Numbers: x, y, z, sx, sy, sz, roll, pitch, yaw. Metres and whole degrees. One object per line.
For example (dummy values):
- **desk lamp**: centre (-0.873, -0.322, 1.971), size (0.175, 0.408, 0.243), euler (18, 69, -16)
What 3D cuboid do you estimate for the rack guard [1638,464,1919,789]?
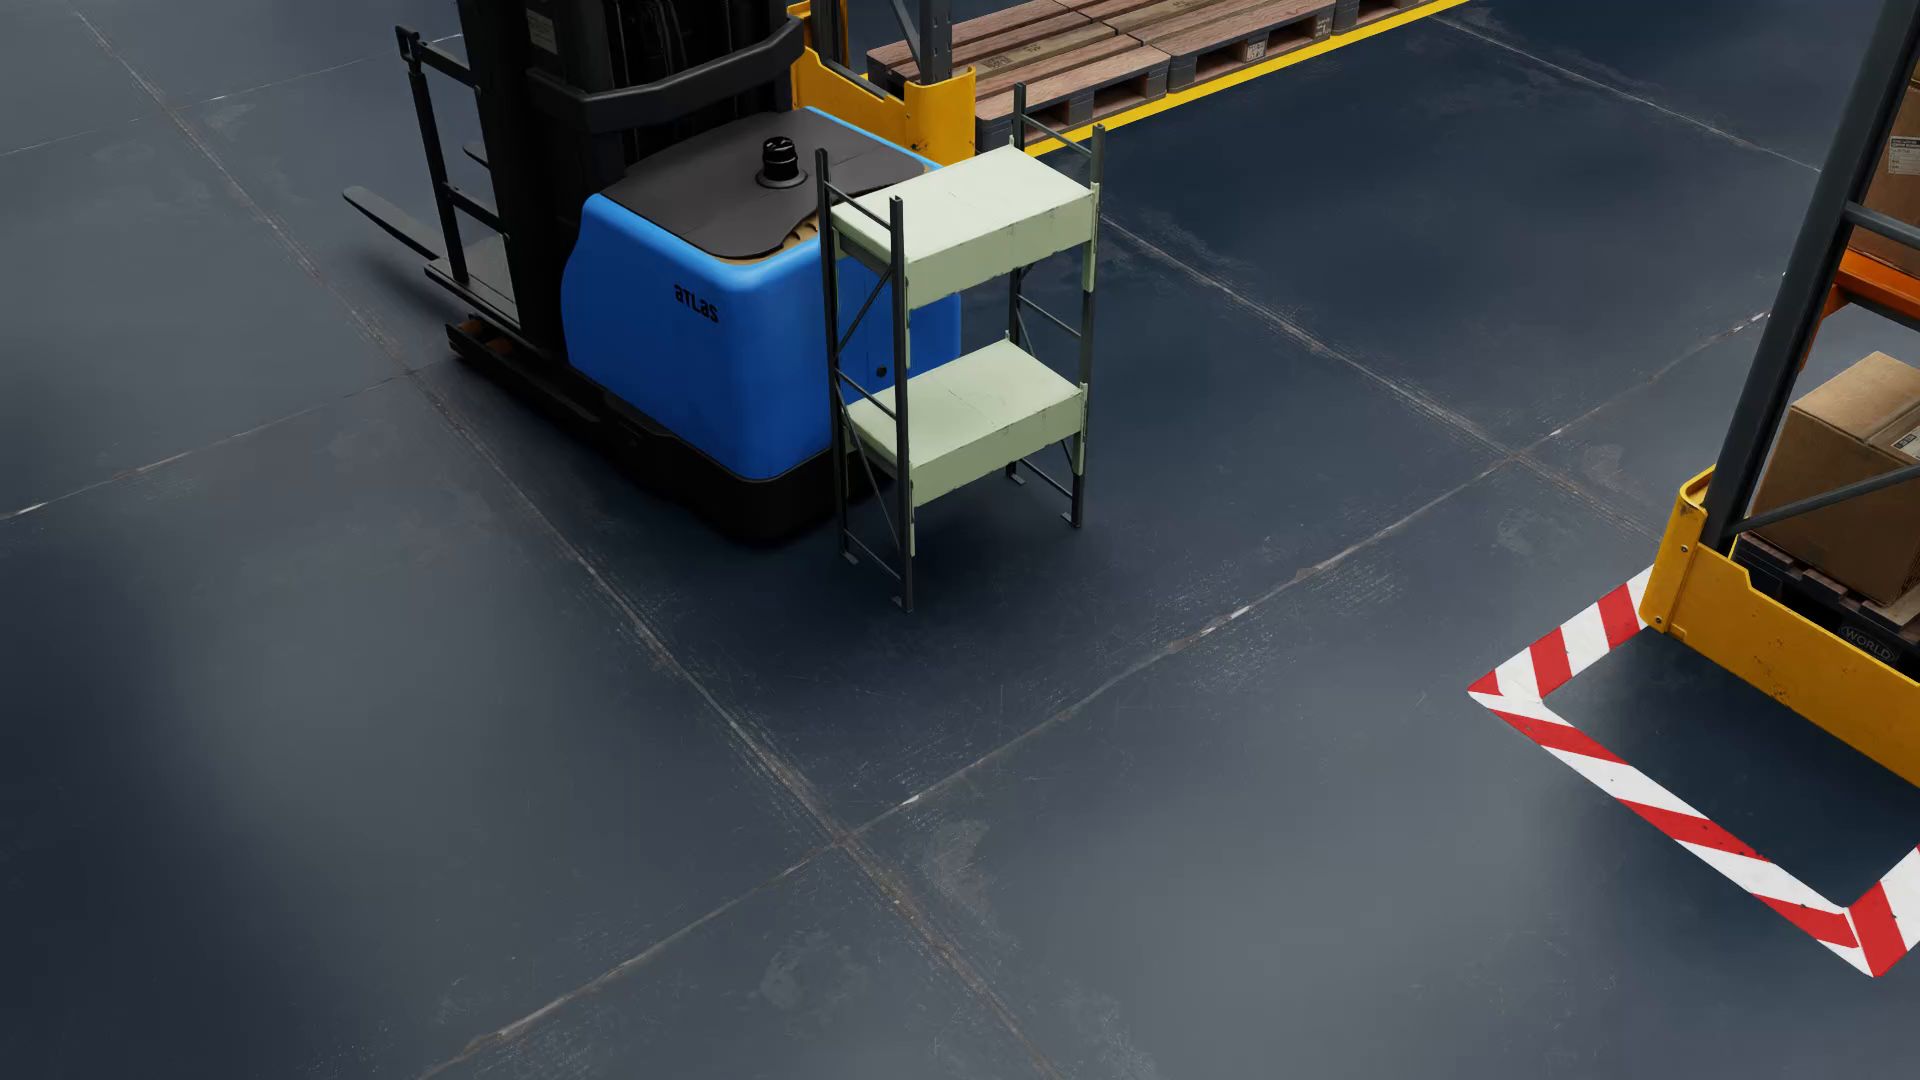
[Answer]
- **rack guard**: centre (2.691, 0.275, 5.021), size (0.348, 0.500, 1.175), euler (-26, 46, -28)

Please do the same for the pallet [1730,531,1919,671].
- **pallet**: centre (3.323, 0.078, 5.489), size (1.213, 0.211, 1.003), euler (-26, 46, -28)

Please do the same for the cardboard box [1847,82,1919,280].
- **cardboard box**: centre (2.820, -1.011, 4.538), size (0.500, 0.500, 0.500), euler (-25, 45, -27)

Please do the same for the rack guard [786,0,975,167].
- **rack guard**: centre (-0.396, -2.172, 8.004), size (0.348, 0.500, 1.175), euler (-26, 46, -28)

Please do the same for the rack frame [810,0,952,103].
- **rack frame**: centre (-0.385, -3.155, 7.231), size (0.127, 3.000, 1.000), euler (-26, 46, -28)

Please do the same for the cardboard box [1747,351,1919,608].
- **cardboard box**: centre (2.912, -0.200, 5.253), size (0.500, 0.500, 0.500), euler (-26, 46, -28)

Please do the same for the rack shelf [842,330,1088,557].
- **rack shelf**: centre (0.005, -0.330, 5.484), size (0.720, 0.370, 0.431), euler (-26, 46, -28)

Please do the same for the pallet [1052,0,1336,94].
- **pallet**: centre (1.260, -2.845, 9.051), size (1.213, 0.211, 1.003), euler (-26, 46, -28)

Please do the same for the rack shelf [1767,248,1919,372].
- **rack shelf**: centre (4.217, -1.157, 5.363), size (4.000, 0.370, 1.077), euler (-26, 46, -28)

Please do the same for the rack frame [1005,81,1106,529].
- **rack frame**: centre (0.296, -0.724, 5.450), size (0.023, 1.500, 0.400), euler (-26, 46, -28)

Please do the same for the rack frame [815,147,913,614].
- **rack frame**: centre (-0.285, -0.441, 5.105), size (0.023, 1.500, 0.400), euler (-26, 46, -28)

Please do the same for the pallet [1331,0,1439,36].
- **pallet**: centre (2.228, -3.319, 9.629), size (1.213, 0.211, 1.003), euler (-26, 46, -28)

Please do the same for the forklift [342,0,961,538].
- **forklift**: centre (-1.384, -1.964, 5.833), size (3.031, 2.935, 1.130), euler (32, 49, 33)

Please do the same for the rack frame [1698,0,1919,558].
- **rack frame**: centre (2.631, -0.662, 4.192), size (0.127, 3.000, 1.000), euler (-26, 46, -28)

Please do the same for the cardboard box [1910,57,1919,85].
- **cardboard box**: centre (2.816, -1.398, 4.222), size (0.500, 0.500, 0.500), euler (-26, 46, -28)

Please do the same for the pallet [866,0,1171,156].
- **pallet**: centre (0.293, -2.376, 8.480), size (1.213, 0.211, 1.003), euler (-26, 46, -28)

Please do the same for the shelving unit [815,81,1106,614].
- **shelving unit**: centre (0.005, -0.582, 5.277), size (0.755, 1.500, 0.431), euler (-26, 46, -28)

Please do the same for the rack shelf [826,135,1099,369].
- **rack shelf**: centre (0.005, -0.884, 5.030), size (0.720, 0.370, 0.431), euler (-26, 46, -28)
